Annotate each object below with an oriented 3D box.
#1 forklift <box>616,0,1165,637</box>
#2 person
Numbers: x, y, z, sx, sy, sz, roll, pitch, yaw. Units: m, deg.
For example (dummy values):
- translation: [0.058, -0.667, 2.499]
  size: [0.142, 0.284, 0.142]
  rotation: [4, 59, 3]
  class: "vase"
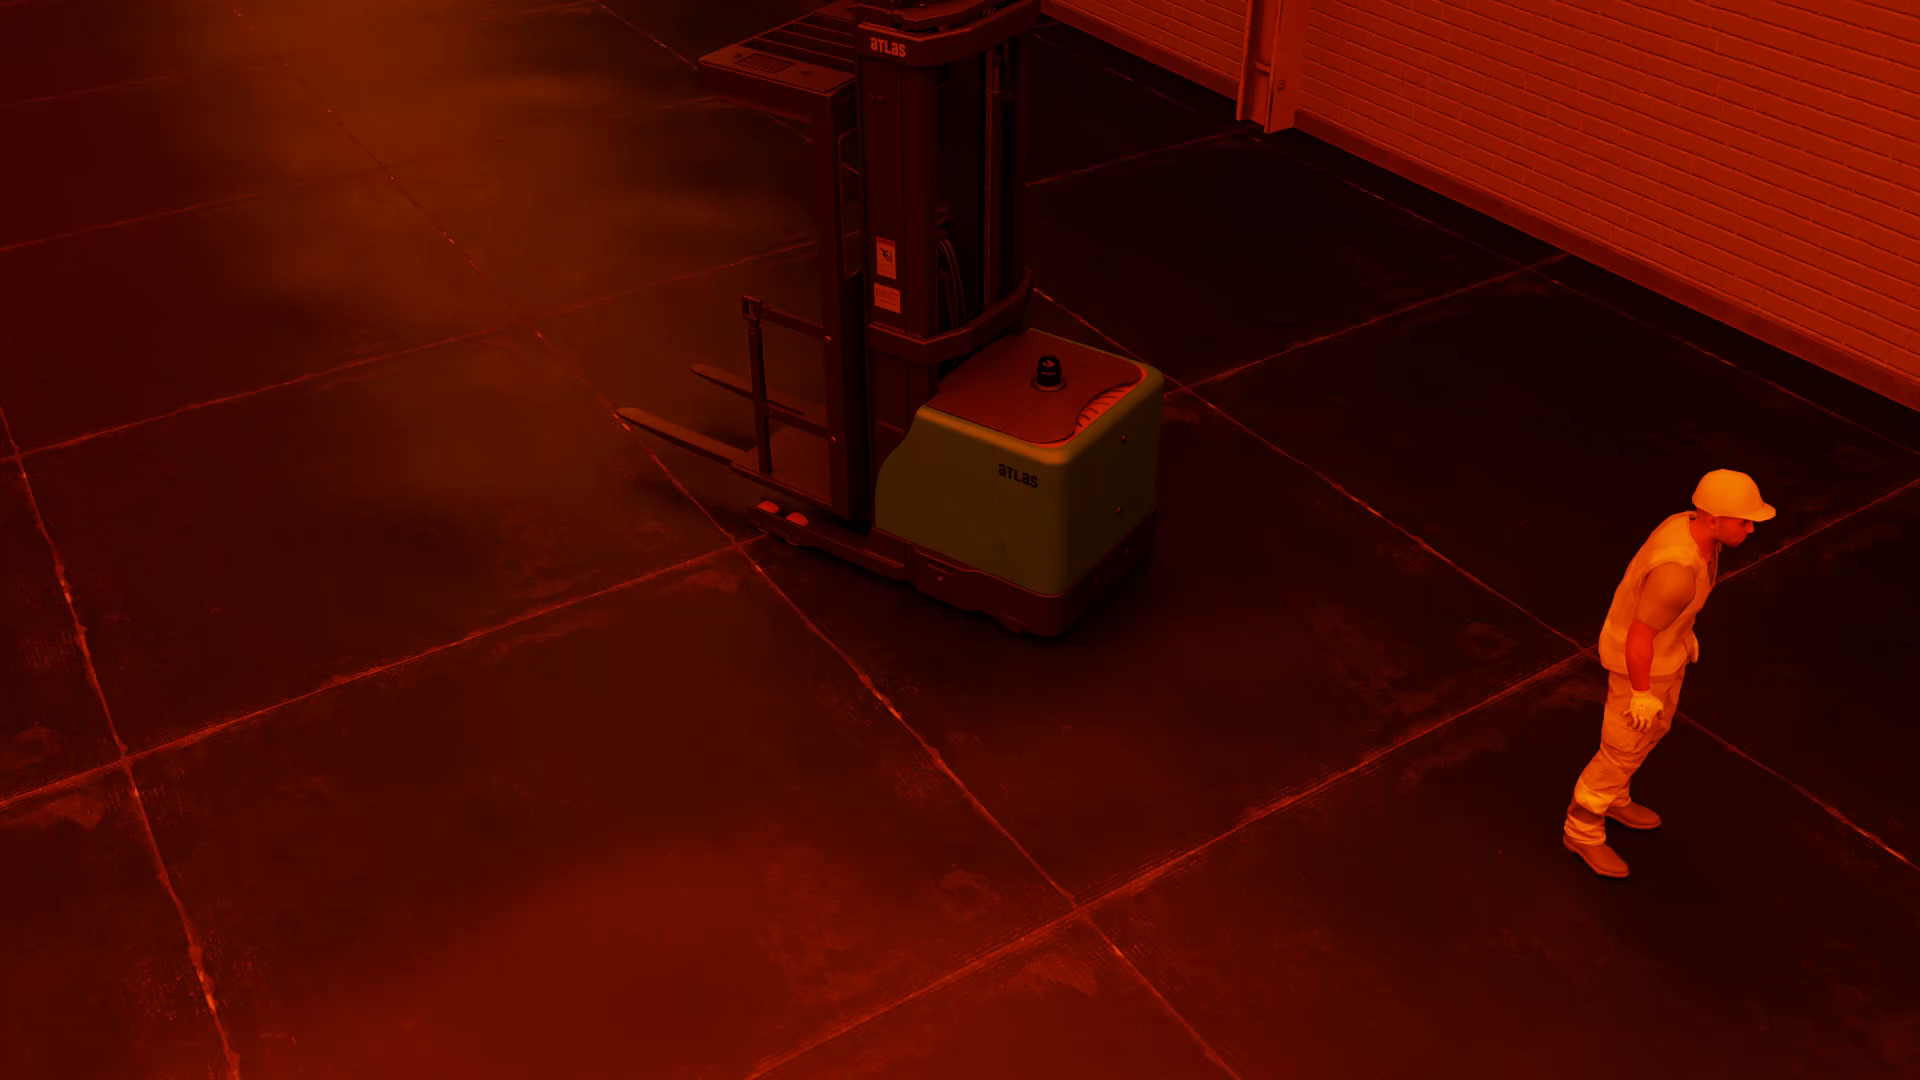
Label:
- translation: [-0.500, -1.399, 8.138]
  size: [3.031, 2.935, 1.130]
  rotation: [22, 41, 28]
  class: "forklift"
- translation: [2.714, 0.482, 6.465]
  size: [0.446, 1.780, 0.623]
  rotation: [24, 41, 30]
  class: "person"
